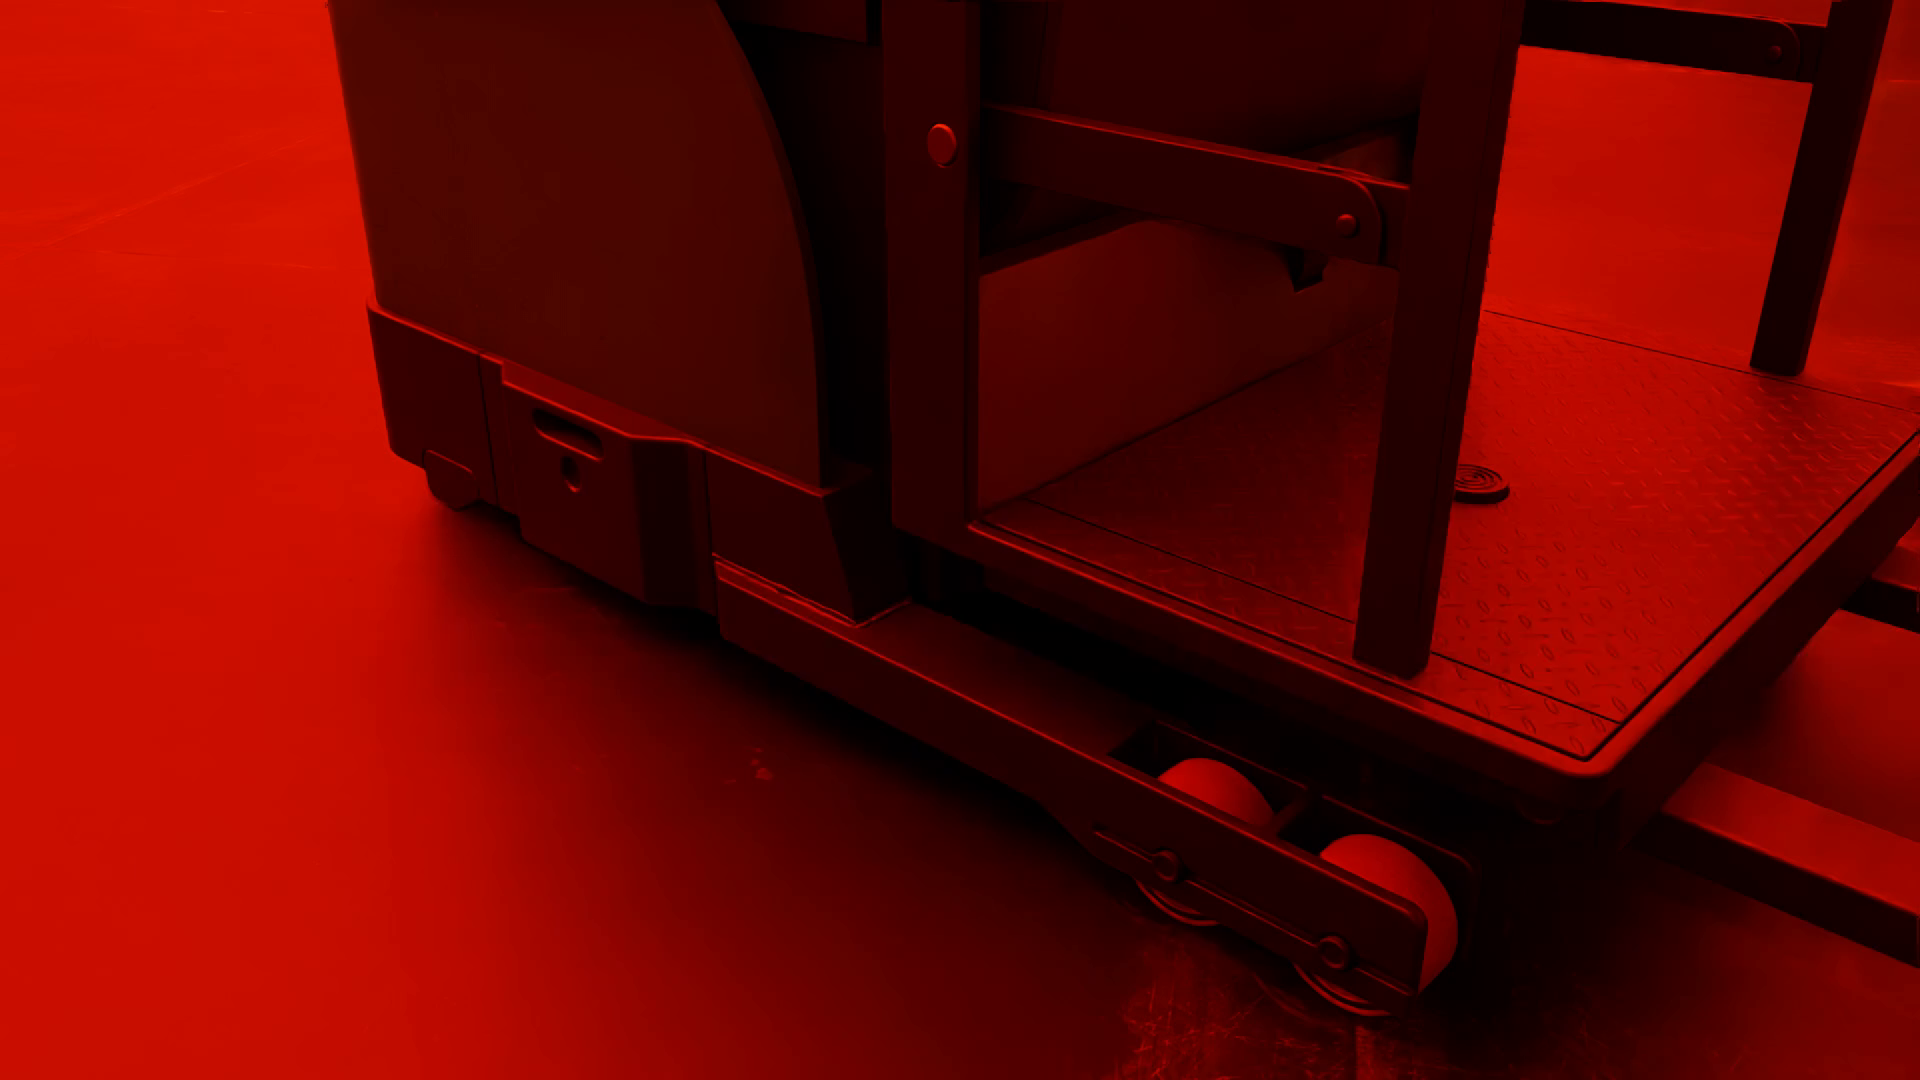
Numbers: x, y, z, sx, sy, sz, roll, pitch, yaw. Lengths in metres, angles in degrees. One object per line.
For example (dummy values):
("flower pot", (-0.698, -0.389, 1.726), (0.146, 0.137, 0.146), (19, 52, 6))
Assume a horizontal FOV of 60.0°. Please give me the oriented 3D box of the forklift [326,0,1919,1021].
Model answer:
("forklift", (0.519, -1.121, 1.469), (3.031, 2.935, 1.130), (22, 34, 37))
